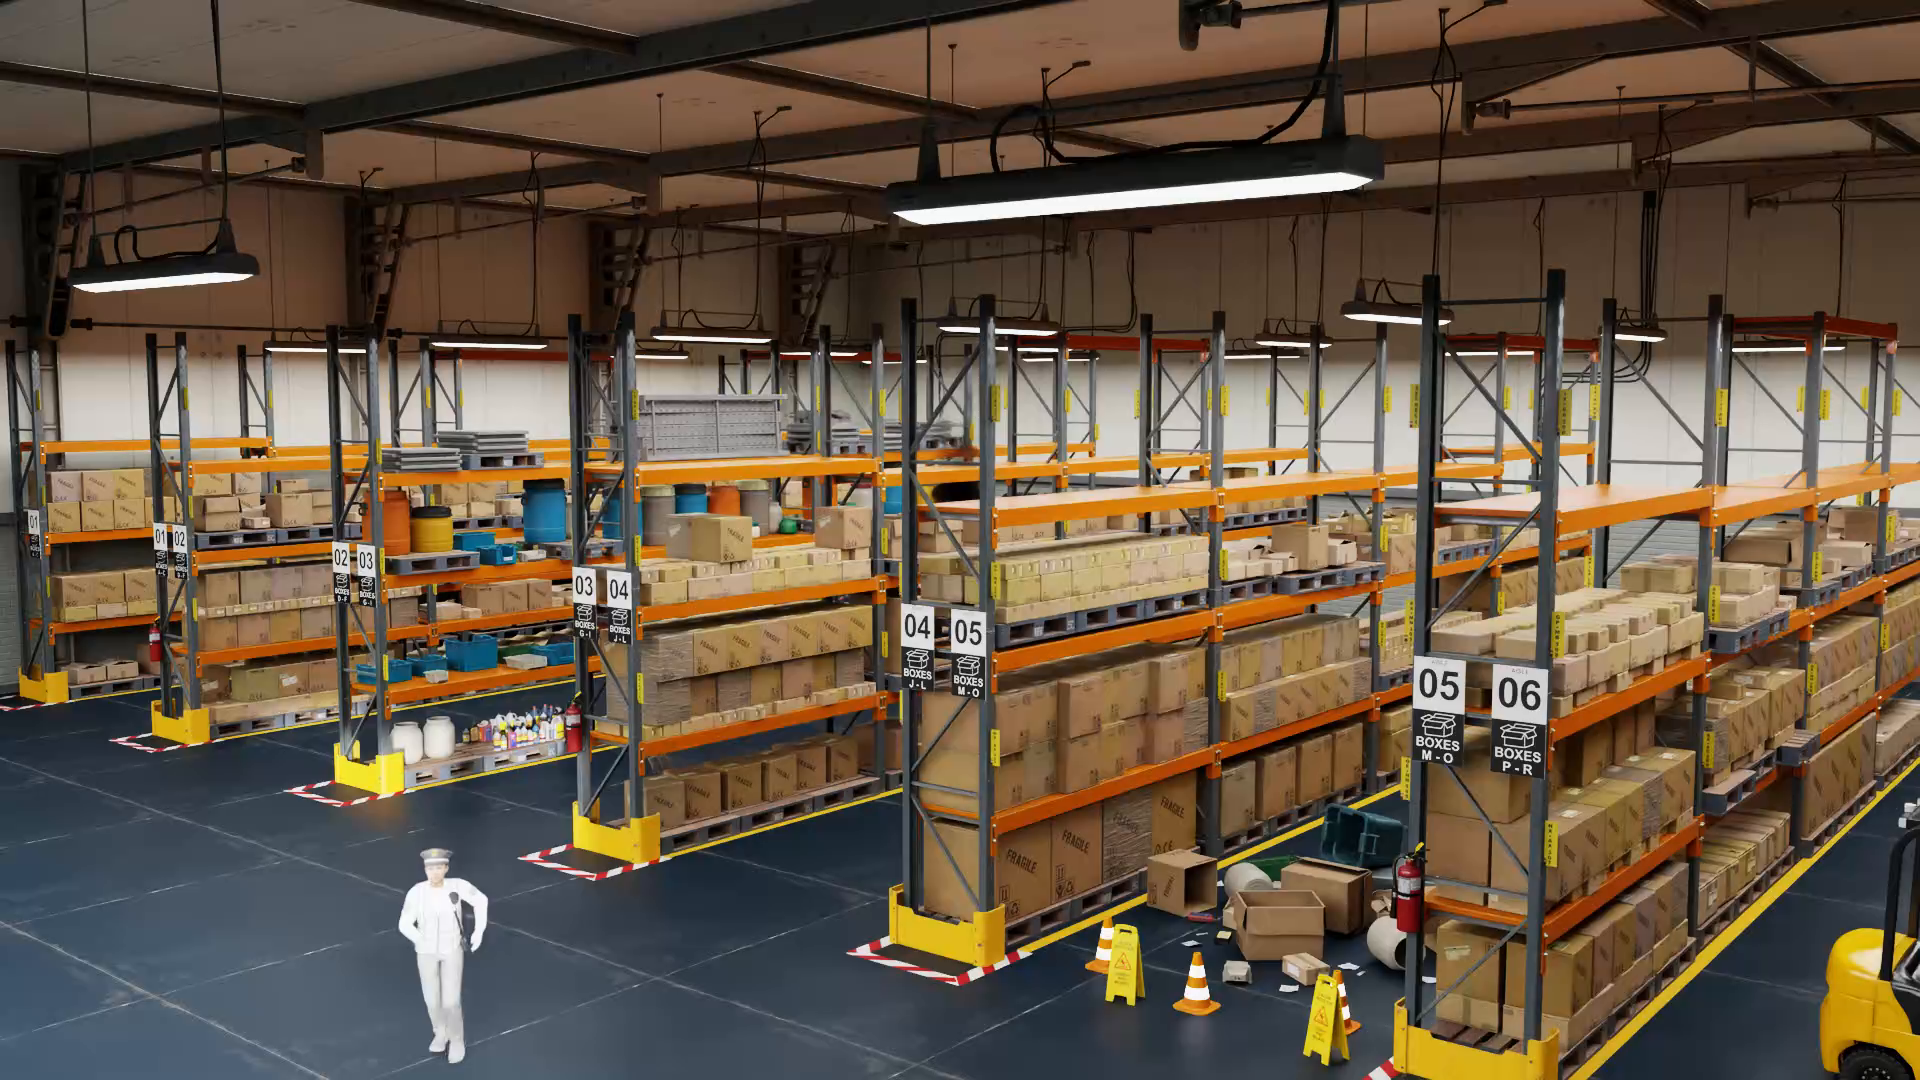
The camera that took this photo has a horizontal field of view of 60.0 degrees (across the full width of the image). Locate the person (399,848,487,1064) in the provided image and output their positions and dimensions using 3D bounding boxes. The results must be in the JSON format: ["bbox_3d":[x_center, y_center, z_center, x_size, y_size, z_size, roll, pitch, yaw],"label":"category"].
[{"bbox_3d":[-3.970,3.195,12.769,0.632,1.712,0.675,-1,5,-10],"label":"person"}]

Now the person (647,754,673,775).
[{"bbox_3d":[-3.828,2.395,21.087,0.673,1.812,0.706,4,6,37],"label":"person"}]
